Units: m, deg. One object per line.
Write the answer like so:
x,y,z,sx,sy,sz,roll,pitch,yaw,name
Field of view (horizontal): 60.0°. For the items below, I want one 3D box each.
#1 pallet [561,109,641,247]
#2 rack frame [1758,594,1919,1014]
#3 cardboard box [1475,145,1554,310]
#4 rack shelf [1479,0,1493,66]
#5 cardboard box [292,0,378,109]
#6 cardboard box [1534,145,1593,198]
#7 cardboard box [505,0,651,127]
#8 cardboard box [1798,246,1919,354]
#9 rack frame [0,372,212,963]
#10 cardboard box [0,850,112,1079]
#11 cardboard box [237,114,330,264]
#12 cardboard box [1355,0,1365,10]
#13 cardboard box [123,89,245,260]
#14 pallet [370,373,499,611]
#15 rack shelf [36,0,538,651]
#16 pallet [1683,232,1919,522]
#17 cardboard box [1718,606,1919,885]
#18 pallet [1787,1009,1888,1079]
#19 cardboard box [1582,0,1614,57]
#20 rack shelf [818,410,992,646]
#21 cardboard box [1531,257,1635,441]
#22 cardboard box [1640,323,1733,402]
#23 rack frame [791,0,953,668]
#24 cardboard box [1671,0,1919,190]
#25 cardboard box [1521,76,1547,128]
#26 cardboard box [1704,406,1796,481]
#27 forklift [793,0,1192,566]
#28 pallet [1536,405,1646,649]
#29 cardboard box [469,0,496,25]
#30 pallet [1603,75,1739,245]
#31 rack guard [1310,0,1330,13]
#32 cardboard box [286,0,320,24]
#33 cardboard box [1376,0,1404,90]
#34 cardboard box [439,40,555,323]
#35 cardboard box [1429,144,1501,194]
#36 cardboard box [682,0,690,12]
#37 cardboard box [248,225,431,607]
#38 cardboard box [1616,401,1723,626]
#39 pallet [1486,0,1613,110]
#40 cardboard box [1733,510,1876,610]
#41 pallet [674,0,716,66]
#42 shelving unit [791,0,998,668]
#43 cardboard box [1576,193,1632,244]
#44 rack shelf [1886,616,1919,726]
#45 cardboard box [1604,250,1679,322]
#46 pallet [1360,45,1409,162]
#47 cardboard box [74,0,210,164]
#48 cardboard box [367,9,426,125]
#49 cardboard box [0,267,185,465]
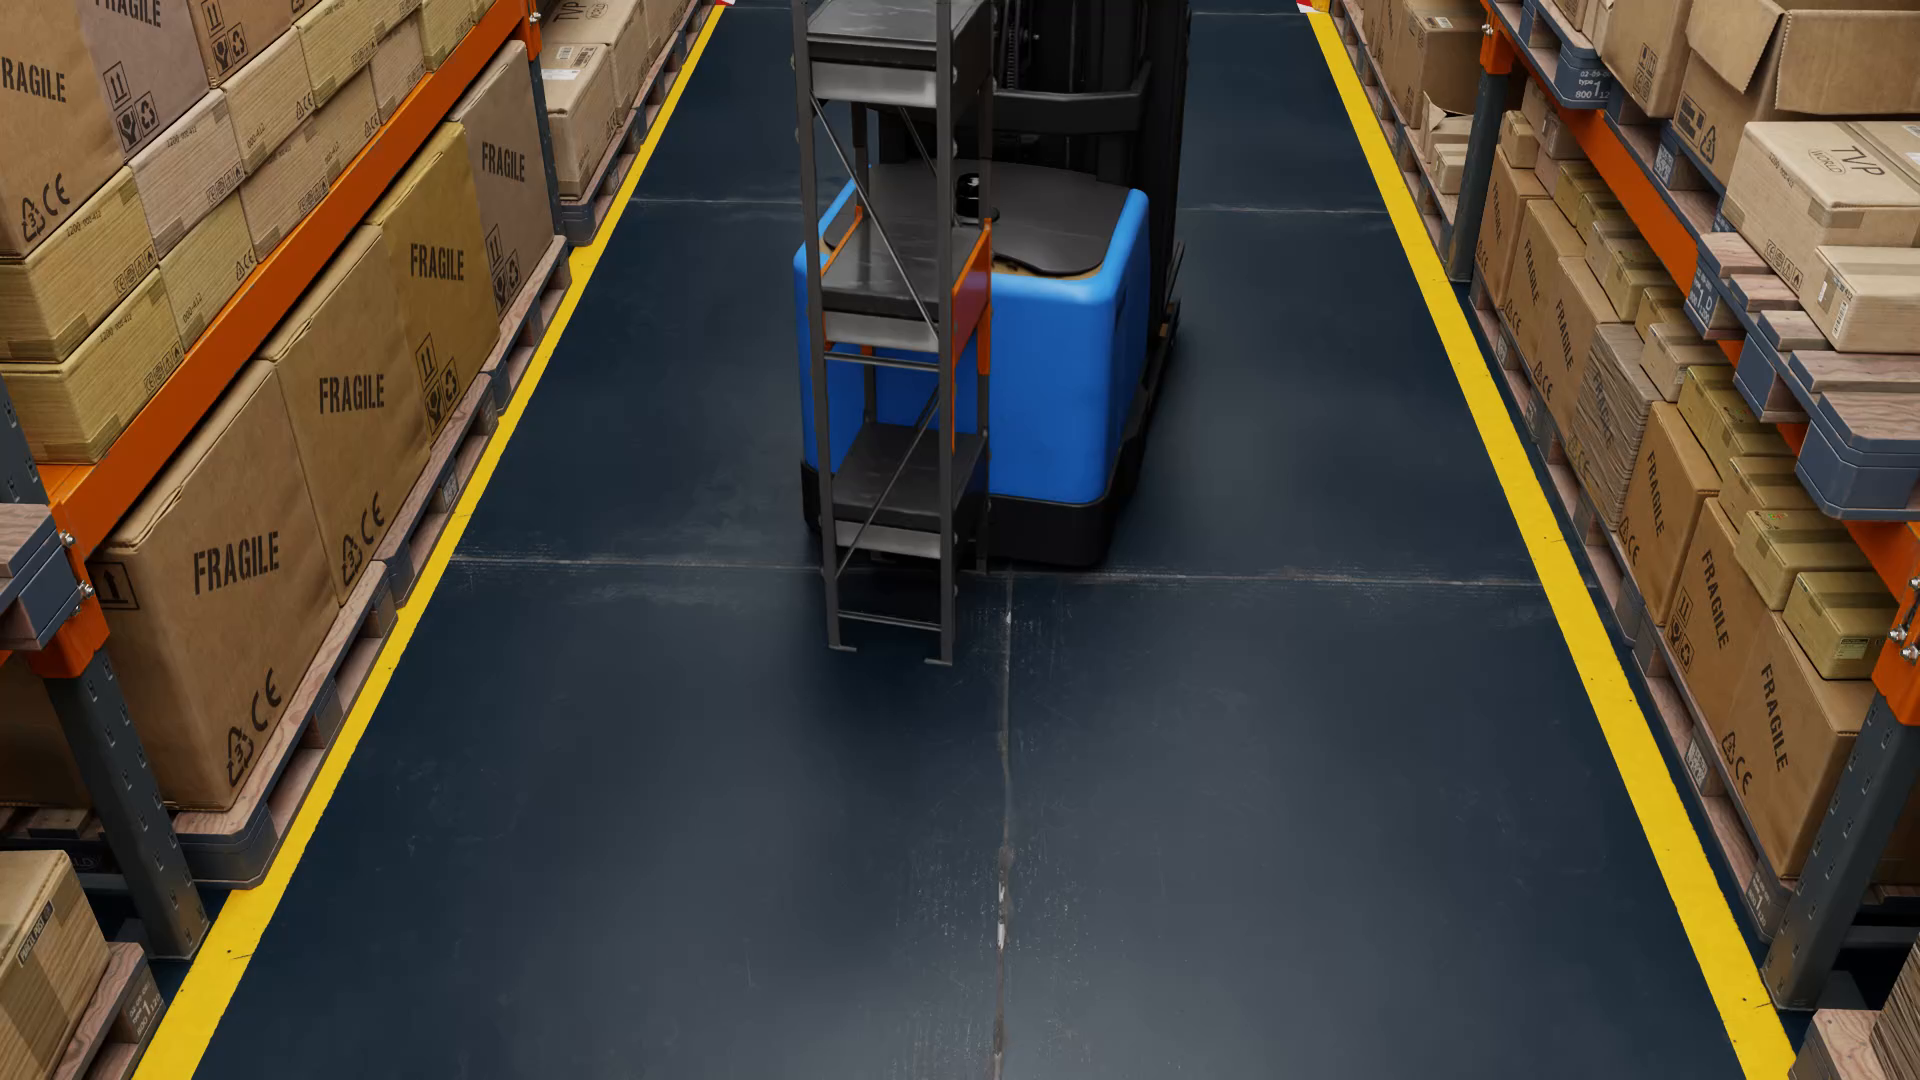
-2.179,-1.793,8.117,1.003,0.211,1.213,1,35,2,pallet
2.512,-0.088,3.266,1.000,3.000,0.127,1,35,2,rack frame
2.428,-1.263,6.746,0.500,0.500,0.500,3,35,4,cardboard box
2.753,-3.241,8.378,1.077,0.370,4.000,1,35,2,rack shelf
-2.093,-1.503,4.976,0.500,0.250,0.500,2,35,3,cardboard box
2.458,-1.440,6.435,0.380,0.149,0.250,0,35,1,cardboard box
-2.119,-2.495,8.554,0.875,0.438,0.875,0,35,0,cardboard box
2.155,-0.543,3.768,0.380,0.149,0.250,2,35,3,cardboard box
-2.448,-0.200,3.427,1.000,3.000,0.127,1,35,2,rack frame
-2.481,1.027,3.600,0.950,0.372,0.625,-1,35,-1,cardboard box
-2.147,-1.011,4.711,0.500,0.250,0.500,2,35,3,cardboard box
2.714,-3.485,9.907,0.797,0.503,0.637,0,35,0,cardboard box
-2.159,-0.926,4.155,0.500,0.250,0.500,2,35,3,cardboard box
-2.289,-0.210,5.865,1.003,0.211,1.213,1,35,2,pallet
-2.368,-1.055,5.268,1.077,0.370,4.000,1,35,2,rack shelf
2.469,-0.401,3.878,1.213,0.211,1.003,1,35,2,pallet
2.314,0.515,4.217,0.500,0.500,0.500,2,35,3,cardboard box
2.440,1.525,3.397,1.003,0.211,1.213,1,35,2,pallet
2.233,-1.714,5.331,0.396,0.266,0.258,3,35,4,cardboard box
-0.162,-0.044,5.227,0.431,0.518,0.480,8,36,11,rack shelf
2.392,-0.670,5.903,0.500,0.500,0.500,0,35,0,cardboard box
2.360,-0.553,5.173,0.380,0.149,0.250,0,35,0,cardboard box
-0.218,-0.491,4.622,0.400,2.100,0.015,8,36,11,rack frame
2.393,-1.244,4.457,0.797,0.503,0.637,1,35,1,cardboard box
2.453,-1.721,6.576,0.380,0.149,0.250,1,35,1,cardboard box
2.369,-0.251,4.742,0.380,0.149,0.250,2,35,3,cardboard box
0.298,-1.957,5.985,1.130,2.935,3.031,8,36,11,forklift
2.631,-0.074,5.672,1.003,0.211,1.213,1,35,2,pallet
-2.053,-2.174,6.365,0.500,0.250,0.500,1,35,1,cardboard box
2.585,-1.127,4.912,1.003,0.211,1.213,1,35,2,pallet
2.830,-3.618,10.463,1.175,0.500,0.348,1,35,2,rack guard
-2.114,-1.800,4.746,0.500,0.500,0.500,2,35,3,cardboard box
2.520,-2.692,8.781,0.500,0.500,0.500,2,35,3,cardboard box
-2.232,-1.443,6.677,0.875,0.875,0.875,2,35,3,cardboard box
2.402,-1.718,7.701,0.380,0.149,0.250,0,35,0,cardboard box
-2.053,-3.539,10.040,0.875,0.438,0.875,0,35,0,cardboard box
-2.297,-0.410,5.208,0.875,0.875,0.875,2,35,2,cardboard box
2.363,-0.073,5.054,0.500,0.500,0.500,3,35,4,cardboard box
2.531,-1.851,5.942,1.003,0.211,1.213,1,35,2,pallet
2.259,0.050,4.314,0.380,0.149,0.250,0,35,-1,cardboard box
-2.081,-3.195,10.112,1.003,0.211,1.213,1,35,2,pallet
-0.162,-0.628,4.817,0.431,2.100,0.503,8,36,11,shelving unit
2.462,-1.134,6.000,0.380,0.149,0.250,1,35,1,cardboard box
2.432,1.355,1.838,1.077,0.370,4.000,1,35,2,rack shelf
2.402,-0.849,5.594,0.380,0.149,0.250,3,35,4,cardboard box
2.747,-2.342,8.900,1.003,0.211,1.213,1,35,2,pallet
-2.174,-1.213,3.911,0.500,0.500,0.500,1,35,2,cardboard box
-2.114,-1.592,5.537,0.500,0.250,0.500,0,35,1,cardboard box
-2.177,-0.414,3.861,0.500,0.250,0.500,1,35,1,cardboard box
